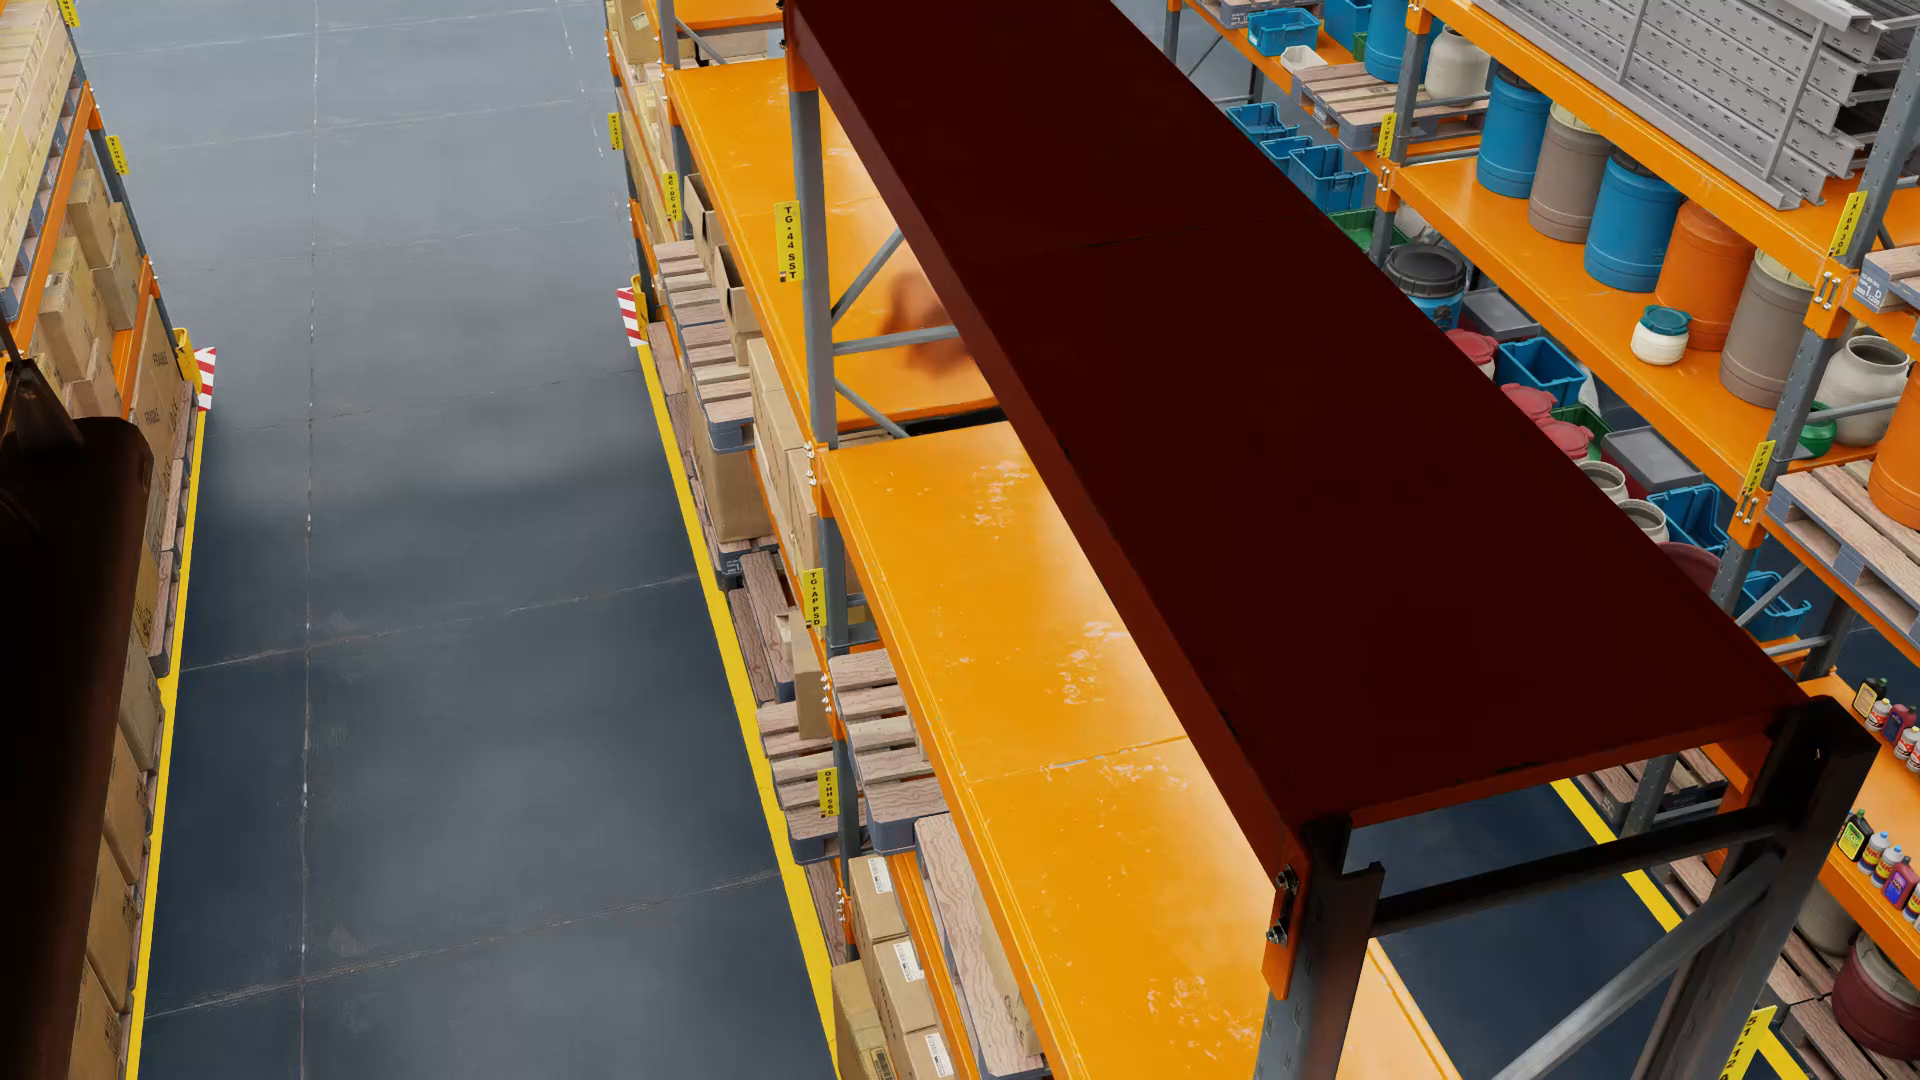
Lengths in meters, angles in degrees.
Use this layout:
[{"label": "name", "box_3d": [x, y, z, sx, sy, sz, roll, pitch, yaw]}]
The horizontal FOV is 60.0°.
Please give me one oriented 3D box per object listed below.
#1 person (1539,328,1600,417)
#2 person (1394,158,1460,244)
[{"label": "person", "box_3d": [5.016, -1.759, 13.585, 0.659, 1.791, 0.967, -13, 40, -16]}, {"label": "person", "box_3d": [4.252, -3.036, 15.253, 0.709, 1.737, 0.757, -22, 44, -26]}]
